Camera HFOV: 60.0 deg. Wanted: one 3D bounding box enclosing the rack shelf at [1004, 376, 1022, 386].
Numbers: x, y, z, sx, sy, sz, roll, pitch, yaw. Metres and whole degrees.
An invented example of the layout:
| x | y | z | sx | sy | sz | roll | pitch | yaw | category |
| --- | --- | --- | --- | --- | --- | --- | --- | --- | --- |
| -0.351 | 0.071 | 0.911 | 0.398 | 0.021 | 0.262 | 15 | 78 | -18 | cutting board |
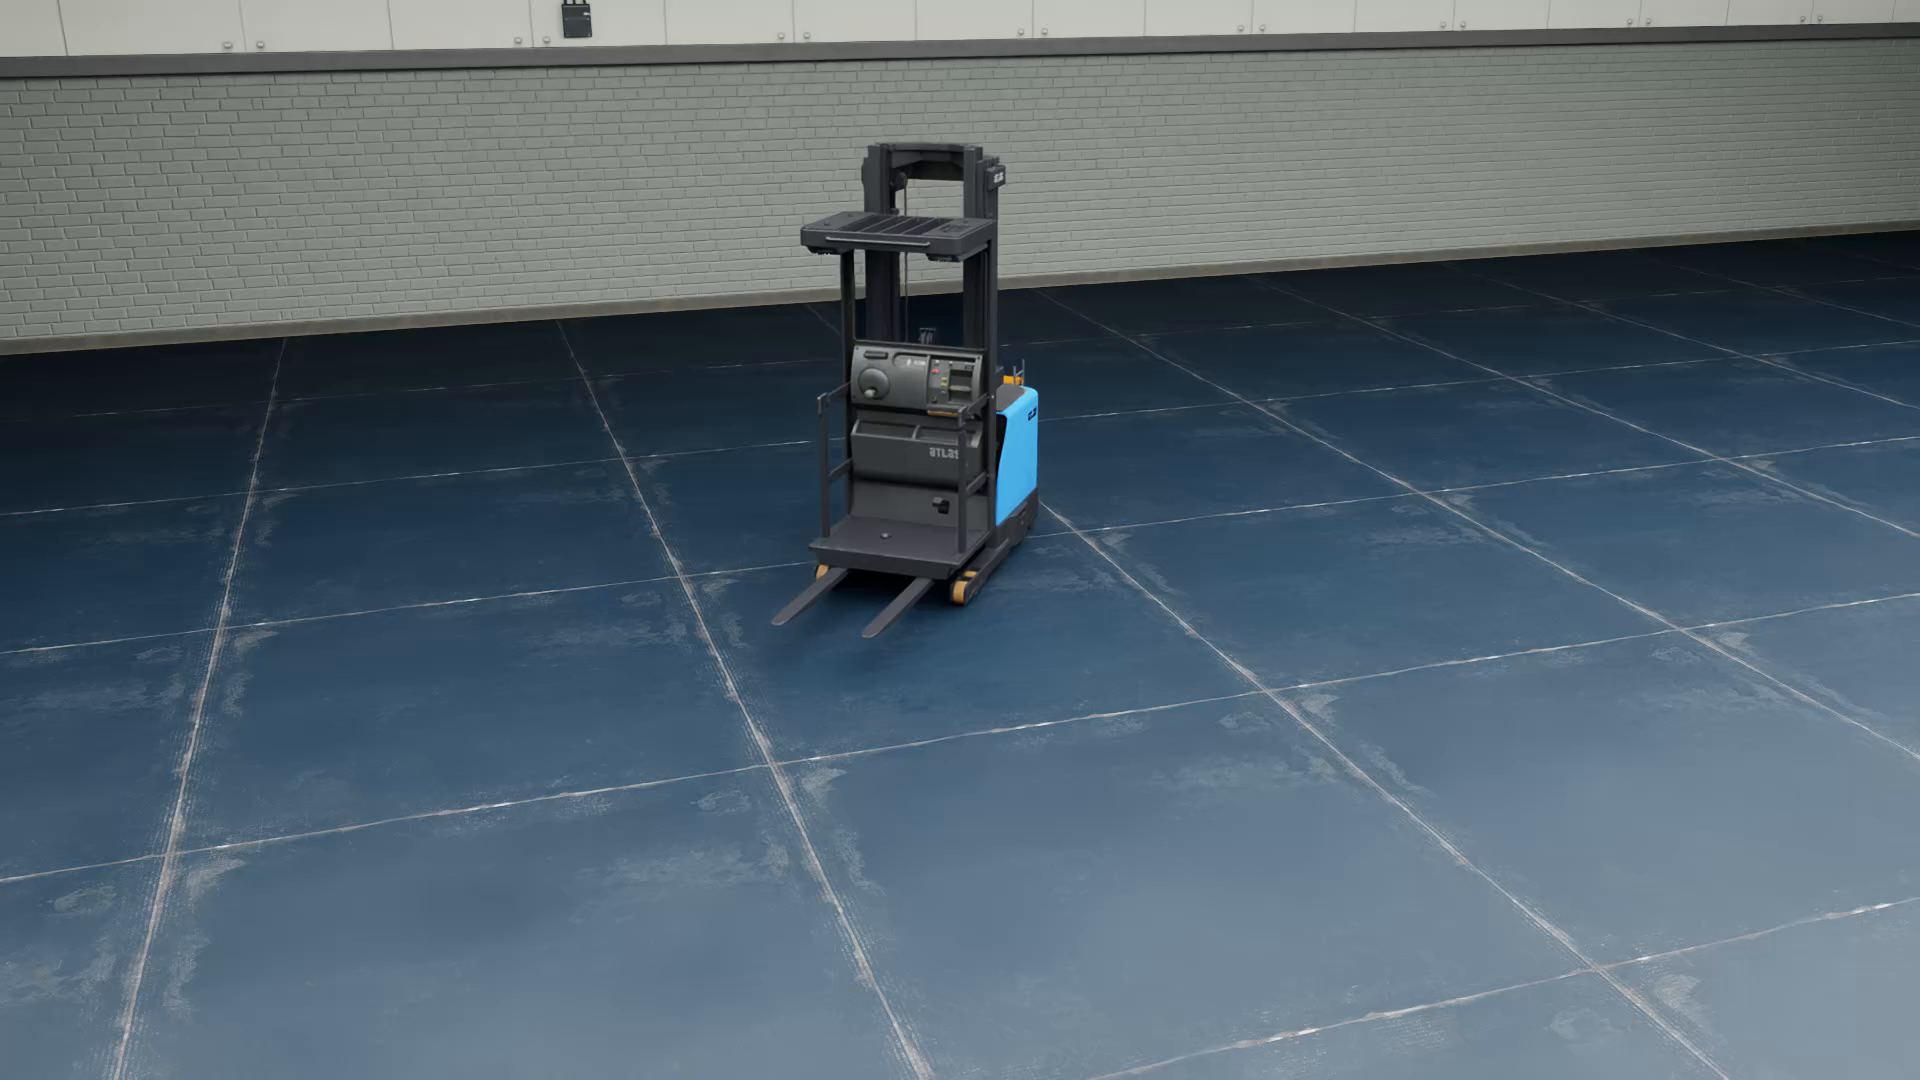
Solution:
| x | y | z | sx | sy | sz | roll | pitch | yaw | category |
| --- | --- | --- | --- | --- | --- | --- | --- | --- | --- |
| 0.217 | -1.177 | 12.757 | 0.480 | 0.148 | 0.258 | 7 | 21 | 18 | rack shelf |

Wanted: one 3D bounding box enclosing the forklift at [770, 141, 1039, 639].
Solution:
| x | y | z | sx | sy | sz | roll | pitch | yaw | category |
| --- | --- | --- | --- | --- | --- | --- | --- | --- | --- |
| -0.365 | -1.096 | 11.131 | 1.130 | 2.935 | 3.031 | 7 | 21 | 18 | forklift |

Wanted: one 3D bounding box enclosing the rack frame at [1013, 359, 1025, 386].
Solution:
| x | y | z | sx | sy | sz | roll | pitch | yaw | category |
| --- | --- | --- | --- | --- | --- | --- | --- | --- | --- |
| 0.448 | -0.781 | 12.815 | 0.015 | 1.200 | 0.240 | 7 | 21 | 18 | rack frame |

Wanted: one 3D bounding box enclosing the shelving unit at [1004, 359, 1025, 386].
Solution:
| x | y | z | sx | sy | sz | roll | pitch | yaw | category |
| --- | --- | --- | --- | --- | --- | --- | --- | --- | --- |
| 0.217 | -0.808 | 12.890 | 0.503 | 1.200 | 0.258 | 7 | 21 | 18 | shelving unit |

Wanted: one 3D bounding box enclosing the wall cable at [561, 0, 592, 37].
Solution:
| x | y | z | sx | sy | sz | roll | pitch | yaw | category |
| --- | --- | --- | --- | --- | --- | --- | --- | --- | --- |
| -3.354 | -8.603 | 18.026 | 2.305 | 6.003 | 0.169 | -6 | 21 | -17 | wall cable |
